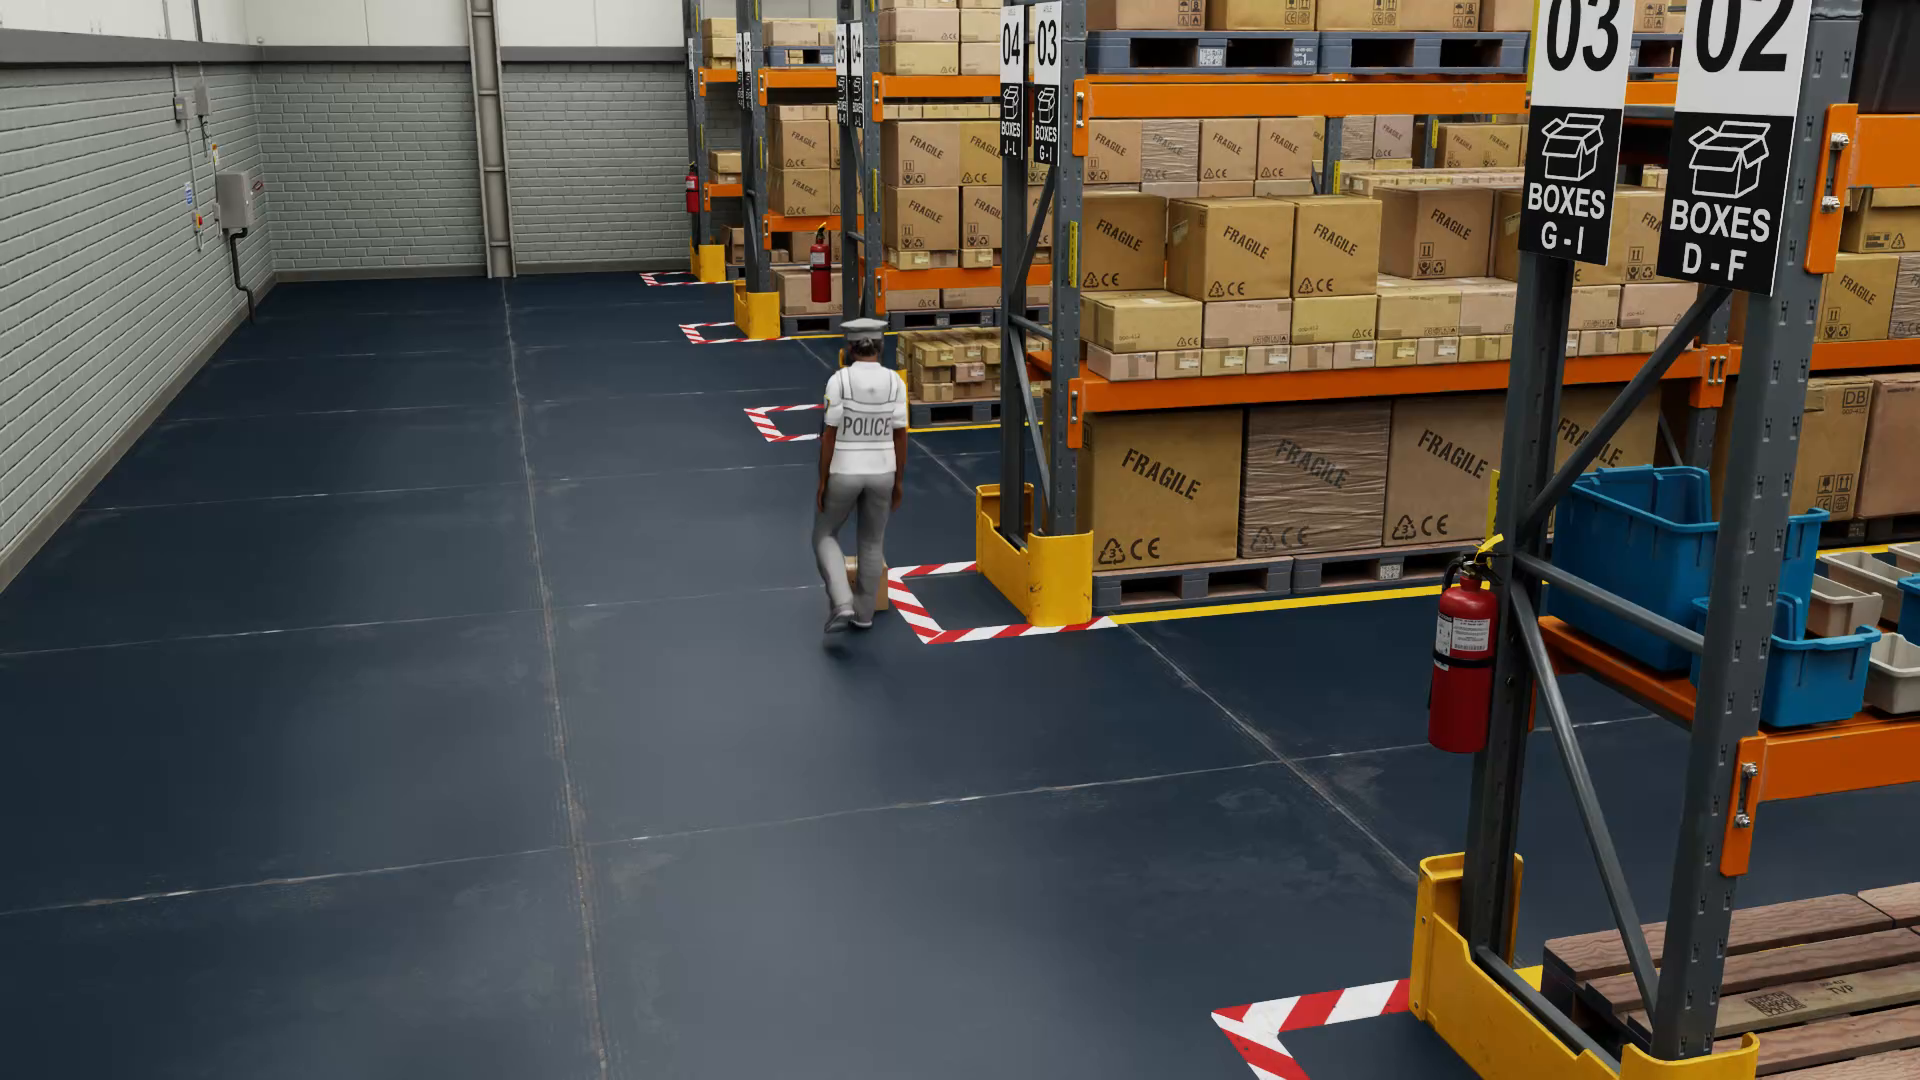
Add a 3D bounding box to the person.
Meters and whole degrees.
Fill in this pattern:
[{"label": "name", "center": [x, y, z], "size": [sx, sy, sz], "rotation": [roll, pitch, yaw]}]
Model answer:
[{"label": "person", "center": [-0.528, -0.325, 8.583], "size": [0.477, 1.647, 0.549], "rotation": [-6, 17, -18]}]
